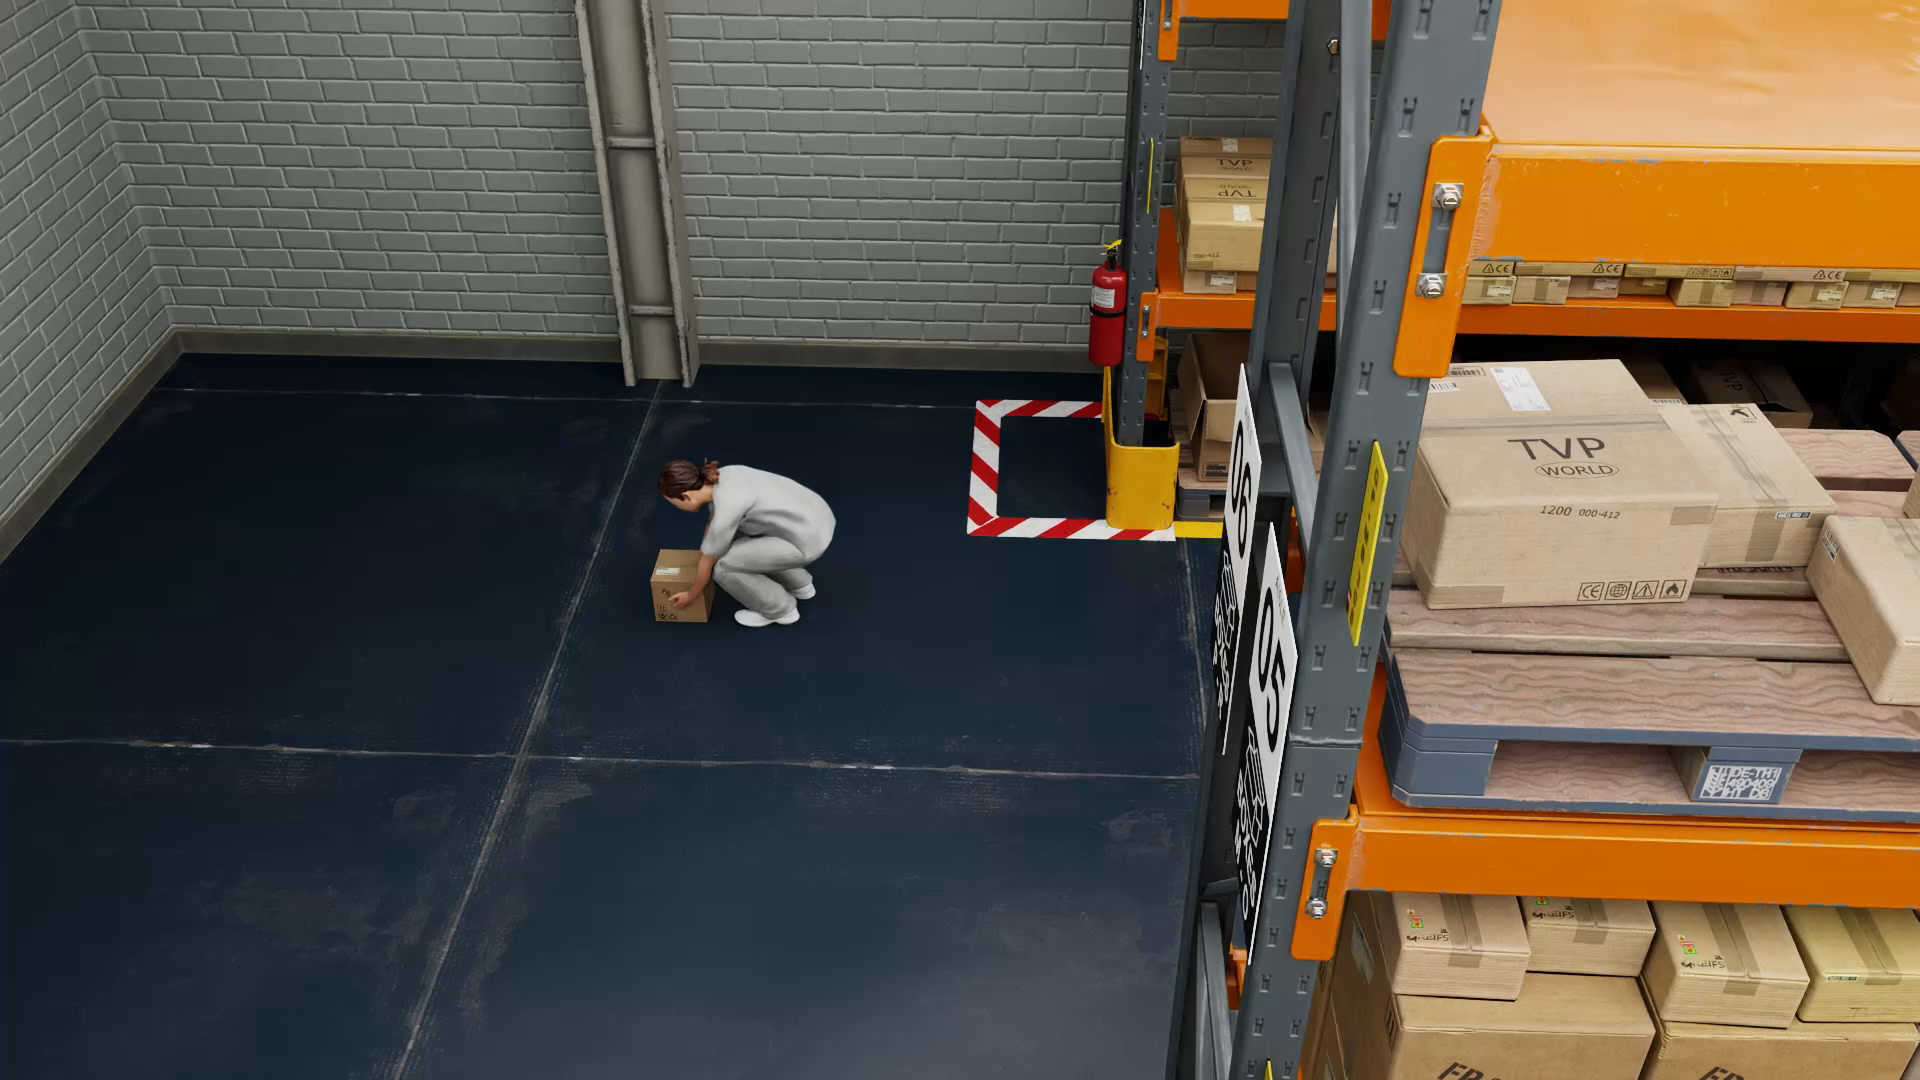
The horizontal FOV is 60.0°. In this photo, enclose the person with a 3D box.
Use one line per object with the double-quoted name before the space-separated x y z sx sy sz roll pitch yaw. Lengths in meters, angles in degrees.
"person" -0.996 -0.005 7.835 0.800 0.846 0.483 1 36 2
